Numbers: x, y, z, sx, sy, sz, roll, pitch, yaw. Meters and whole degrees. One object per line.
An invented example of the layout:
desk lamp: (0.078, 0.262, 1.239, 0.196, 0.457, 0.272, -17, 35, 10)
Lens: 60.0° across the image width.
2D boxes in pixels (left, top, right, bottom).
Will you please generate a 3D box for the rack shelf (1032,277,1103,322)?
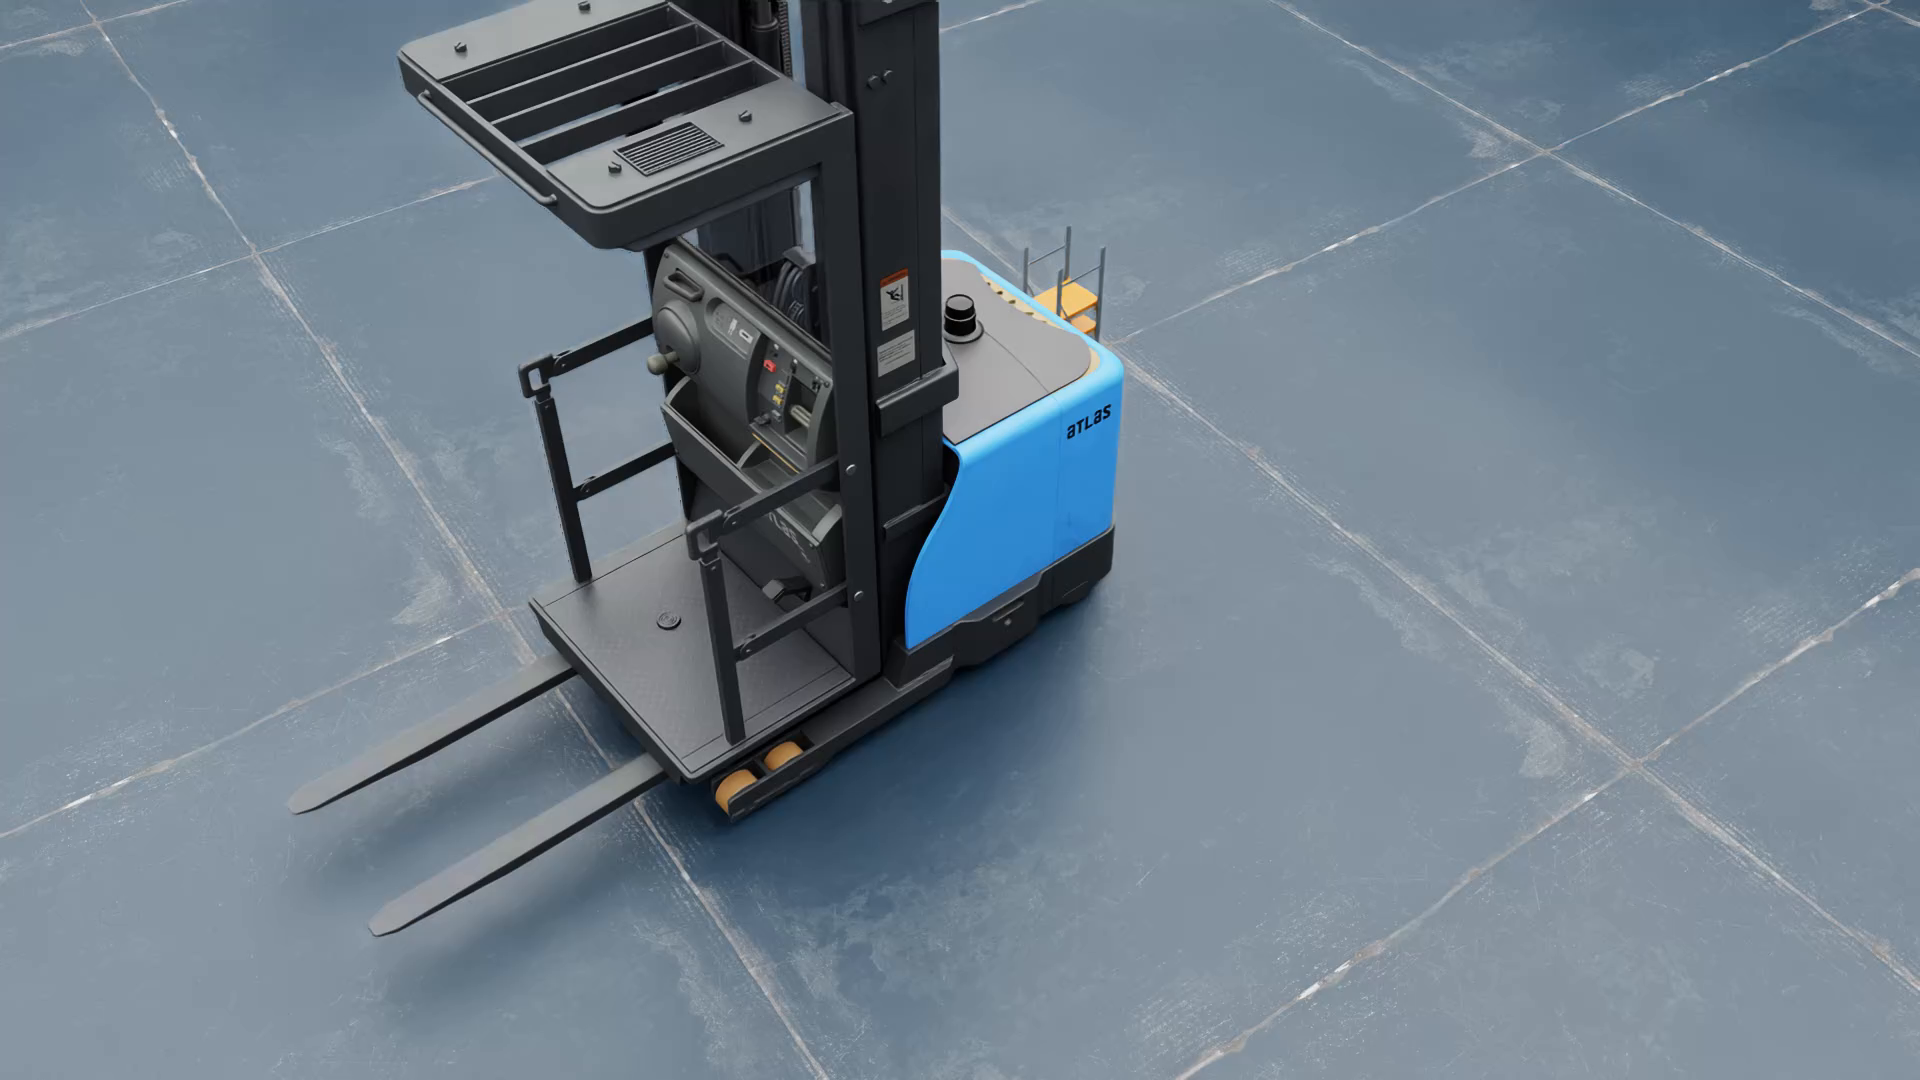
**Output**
rack shelf: (0.388, -0.875, 6.341, 0.258, 0.103, 0.180, -31, 52, -28)

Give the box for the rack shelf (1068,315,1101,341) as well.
rack shelf: (0.388, -0.789, 6.424, 0.258, 0.103, 0.180, -31, 52, -28)

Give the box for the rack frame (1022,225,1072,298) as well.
rack frame: (0.327, -0.695, 6.609, 0.240, 1.200, 0.006, -31, 52, -28)

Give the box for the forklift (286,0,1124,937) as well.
forklift: (-0.859, -0.517, 5.169, 3.031, 2.935, 1.130, -30, 51, -28)

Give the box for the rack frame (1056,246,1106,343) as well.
rack frame: (0.448, -0.600, 6.509, 0.240, 1.200, 0.006, -31, 52, -28)

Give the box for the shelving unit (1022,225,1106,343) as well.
shelving unit: (0.388, -0.647, 6.559, 0.258, 1.200, 0.189, -31, 52, -28)
